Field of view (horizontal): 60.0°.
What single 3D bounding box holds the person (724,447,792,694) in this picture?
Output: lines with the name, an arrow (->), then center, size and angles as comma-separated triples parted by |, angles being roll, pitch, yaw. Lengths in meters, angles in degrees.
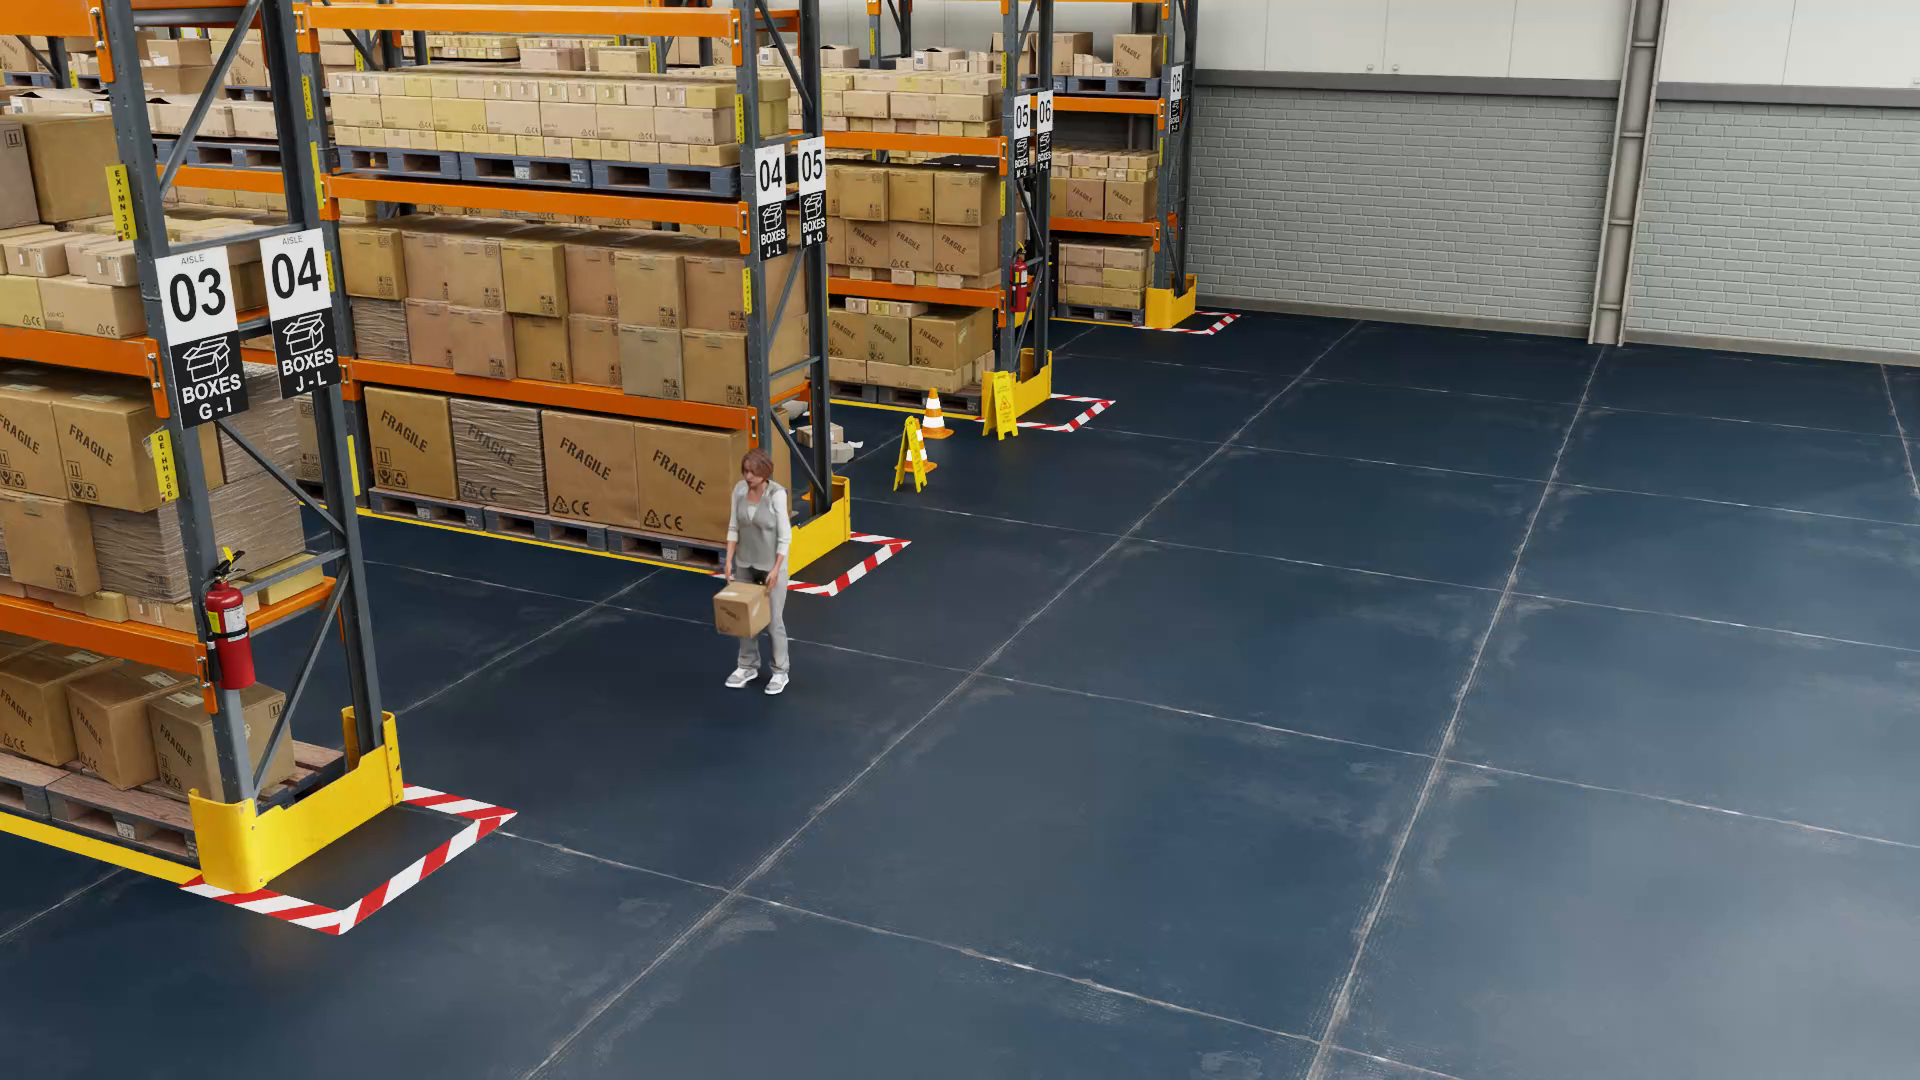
person -> -1.267, 0.183, 10.550 | 0.447, 1.600, 0.347 | 8, 21, 22
